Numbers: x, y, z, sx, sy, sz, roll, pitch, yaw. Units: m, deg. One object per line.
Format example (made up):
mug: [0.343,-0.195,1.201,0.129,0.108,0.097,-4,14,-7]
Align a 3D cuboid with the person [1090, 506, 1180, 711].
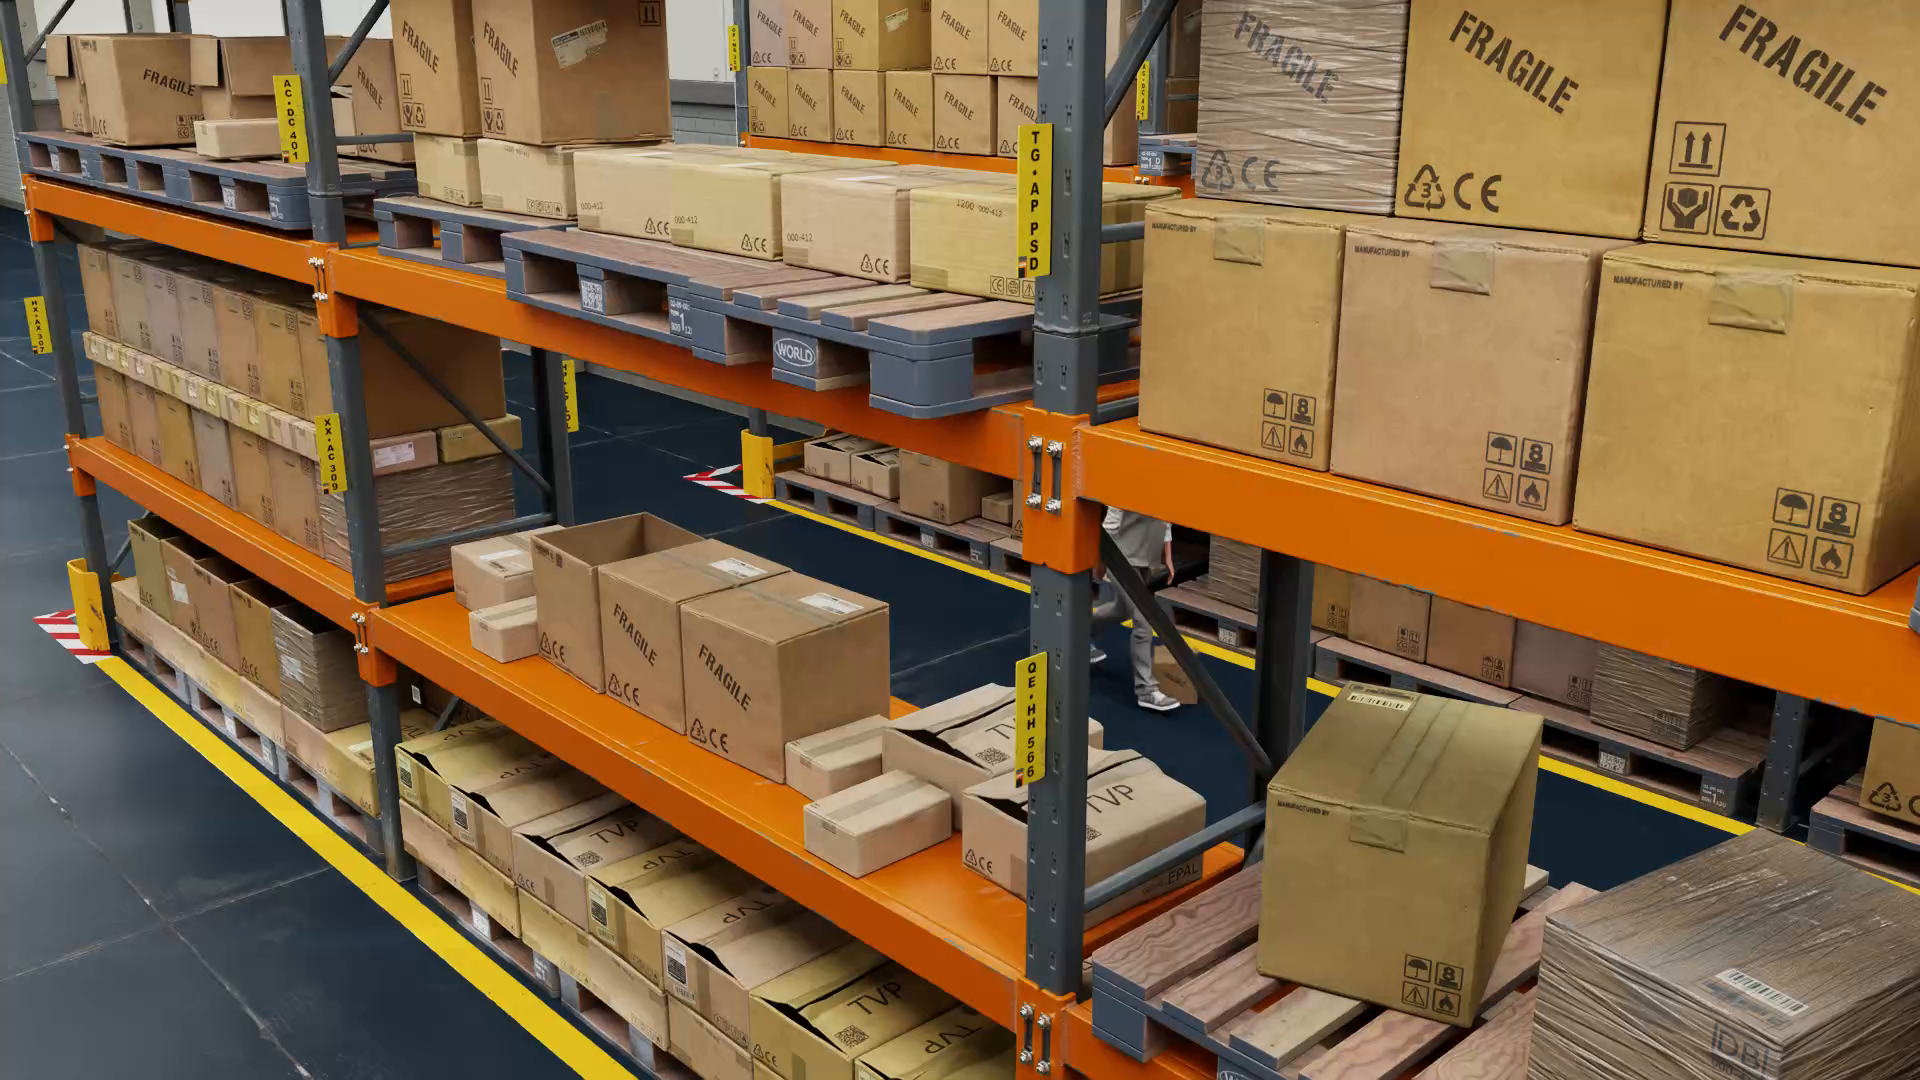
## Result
person: [0.924,0.106,9.241,0.912,1.554,0.405,15,23,39]
